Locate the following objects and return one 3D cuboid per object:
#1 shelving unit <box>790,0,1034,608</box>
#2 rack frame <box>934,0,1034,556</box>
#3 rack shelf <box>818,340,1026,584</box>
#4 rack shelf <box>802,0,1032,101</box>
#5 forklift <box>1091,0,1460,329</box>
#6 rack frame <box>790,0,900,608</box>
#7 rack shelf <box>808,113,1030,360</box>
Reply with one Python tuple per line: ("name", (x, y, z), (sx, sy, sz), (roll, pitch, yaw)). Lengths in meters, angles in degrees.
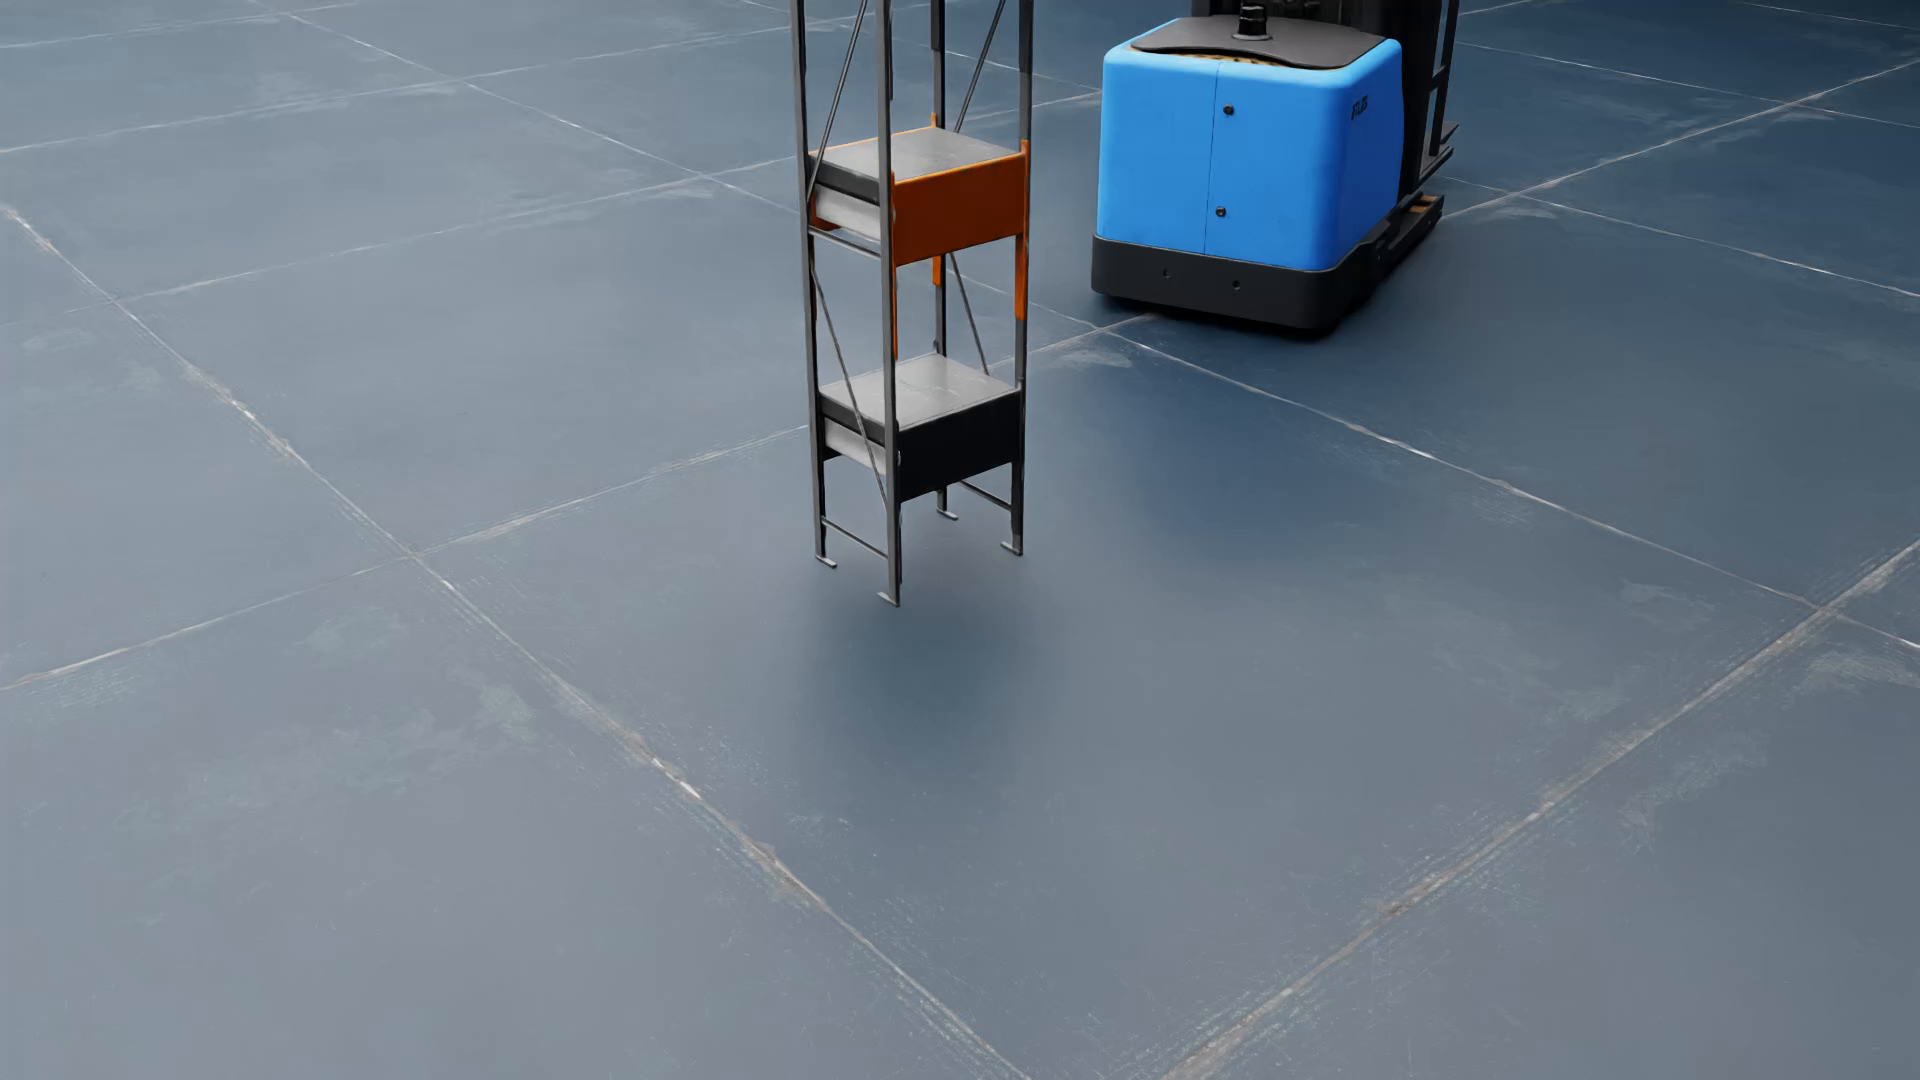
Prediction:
("shelving unit", (-0.126, -0.875, 4.660), (0.503, 2.100, 0.431), (-22, 35, -35))
("rack frame", (0.060, -0.950, 4.800), (0.015, 2.100, 0.400), (-22, 35, -35))
("rack shelf", (-0.126, -0.246, 4.997), (0.480, 0.518, 0.431), (-22, 35, -35))
("rack shelf", (-0.126, -1.481, 4.337), (0.480, 0.518, 0.431), (-22, 35, -35))
("forklift", (1.694, -2.806, 7.391), (1.130, 2.935, 3.031), (14, 31, 24))
("rack frame", (-0.312, -0.801, 4.521), (0.015, 2.100, 0.400), (-22, 35, -35))
("rack shelf", (-0.126, -0.863, 4.667), (0.480, 0.518, 0.431), (-22, 35, -35))
